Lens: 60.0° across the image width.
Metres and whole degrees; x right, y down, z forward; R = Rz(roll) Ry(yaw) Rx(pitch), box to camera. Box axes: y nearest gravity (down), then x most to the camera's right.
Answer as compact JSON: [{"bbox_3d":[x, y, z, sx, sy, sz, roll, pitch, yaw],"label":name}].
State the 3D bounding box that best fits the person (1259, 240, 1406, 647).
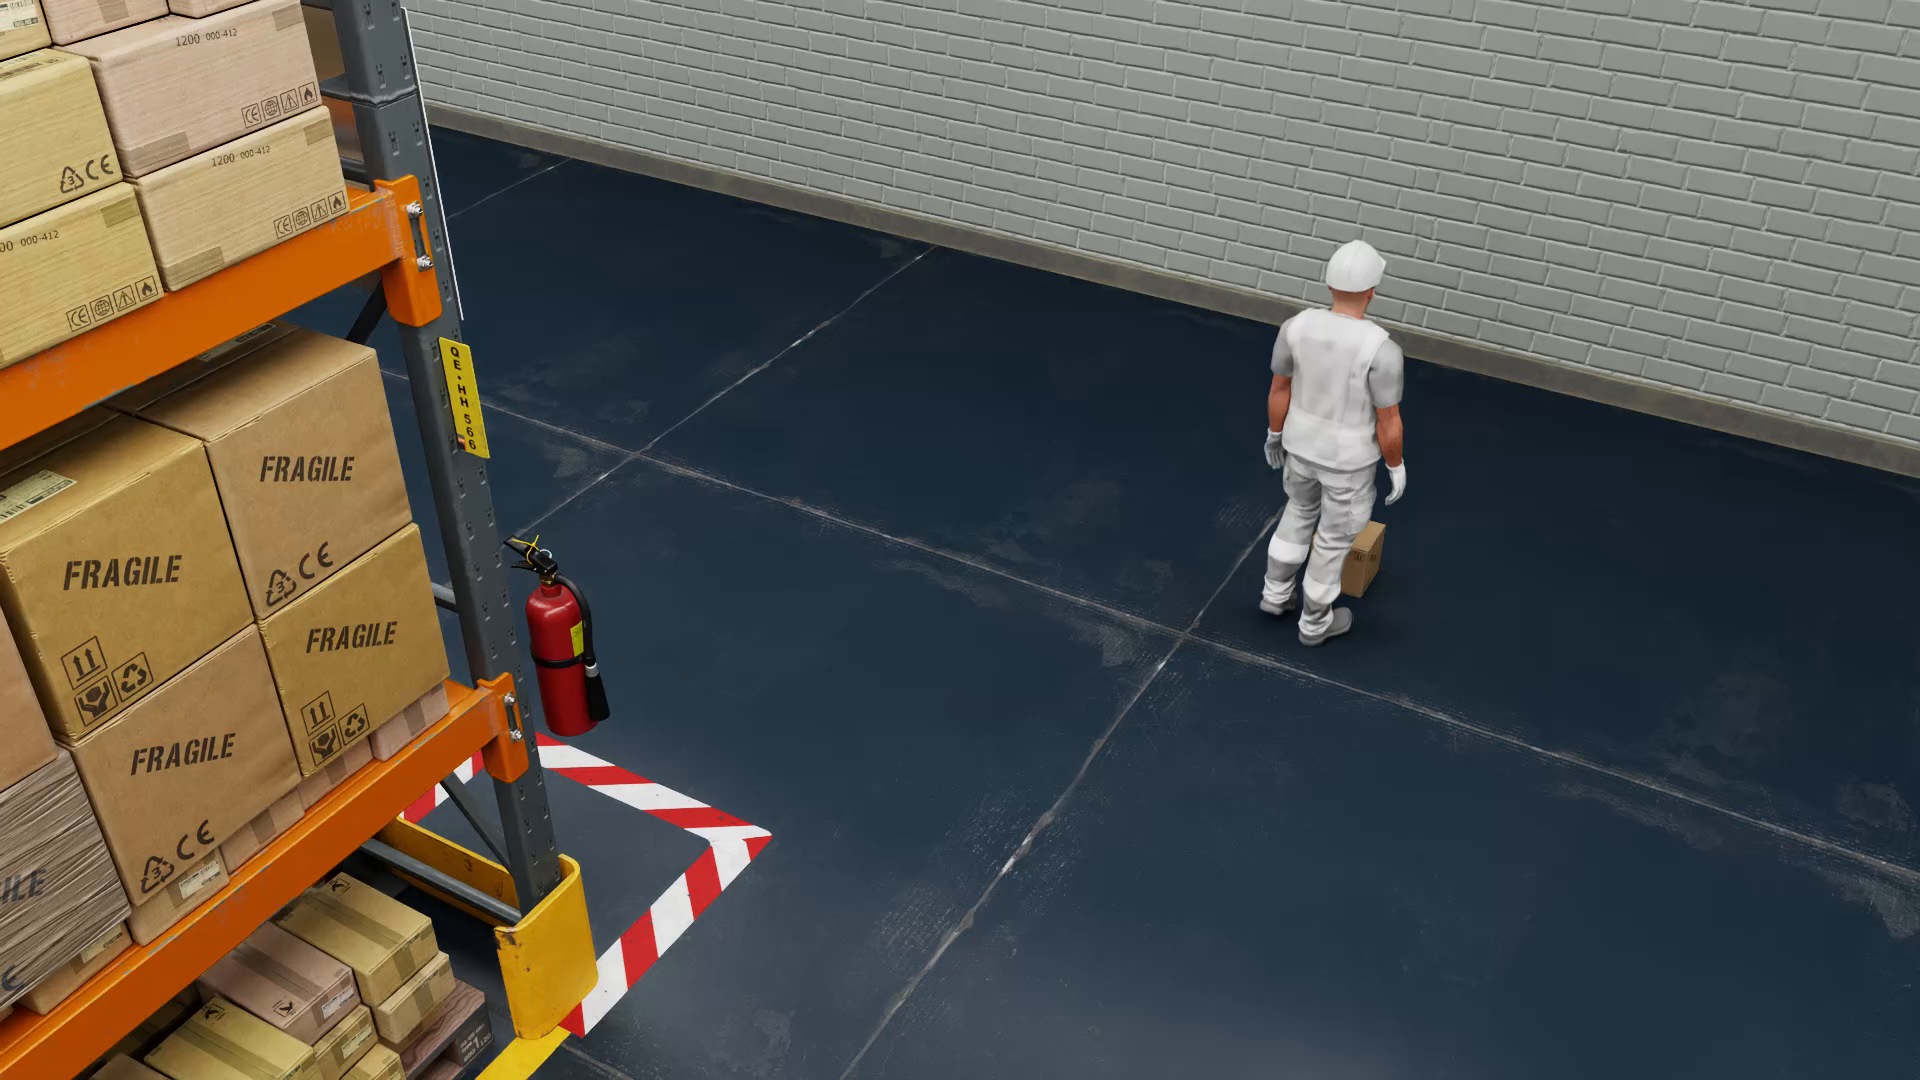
[{"bbox_3d":[1.510,-0.343,6.645,0.590,1.820,0.402,26,42,34],"label":"person"}]
